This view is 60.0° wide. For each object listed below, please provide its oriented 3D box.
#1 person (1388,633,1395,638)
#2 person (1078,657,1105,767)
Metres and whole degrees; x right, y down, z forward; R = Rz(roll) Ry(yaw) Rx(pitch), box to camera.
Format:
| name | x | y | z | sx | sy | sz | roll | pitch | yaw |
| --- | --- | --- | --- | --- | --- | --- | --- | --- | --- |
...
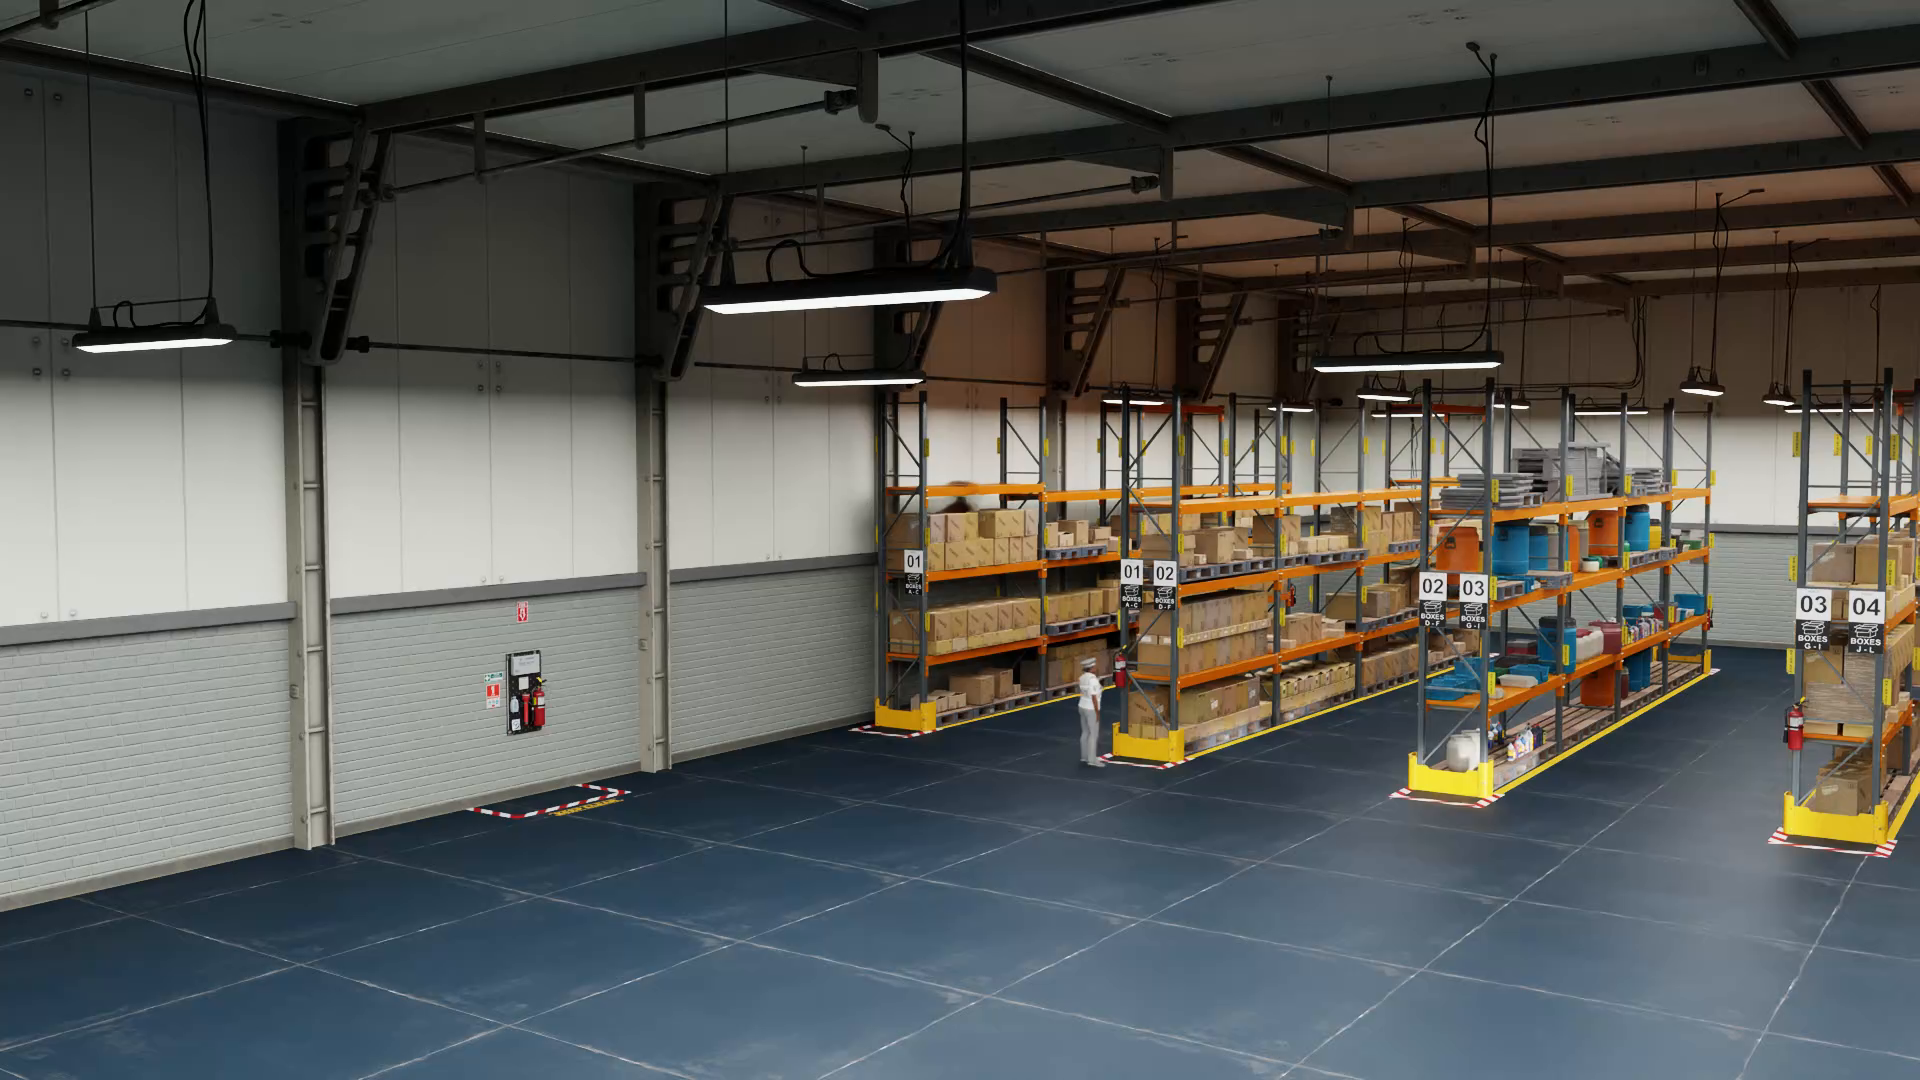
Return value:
| name | x | y | z | sx | sy | sz | roll | pitch | yaw |
| --- | --- | --- | --- | --- | --- | --- | --- | --- | --- |
| person | 10.448 | 1.908 | 40.667 | 0.541 | 1.690 | 0.407 | -2 | 4 | -28 |
| person | 2.081 | 2.707 | 26.272 | 0.391 | 1.699 | 0.486 | -1 | 3 | -22 |
